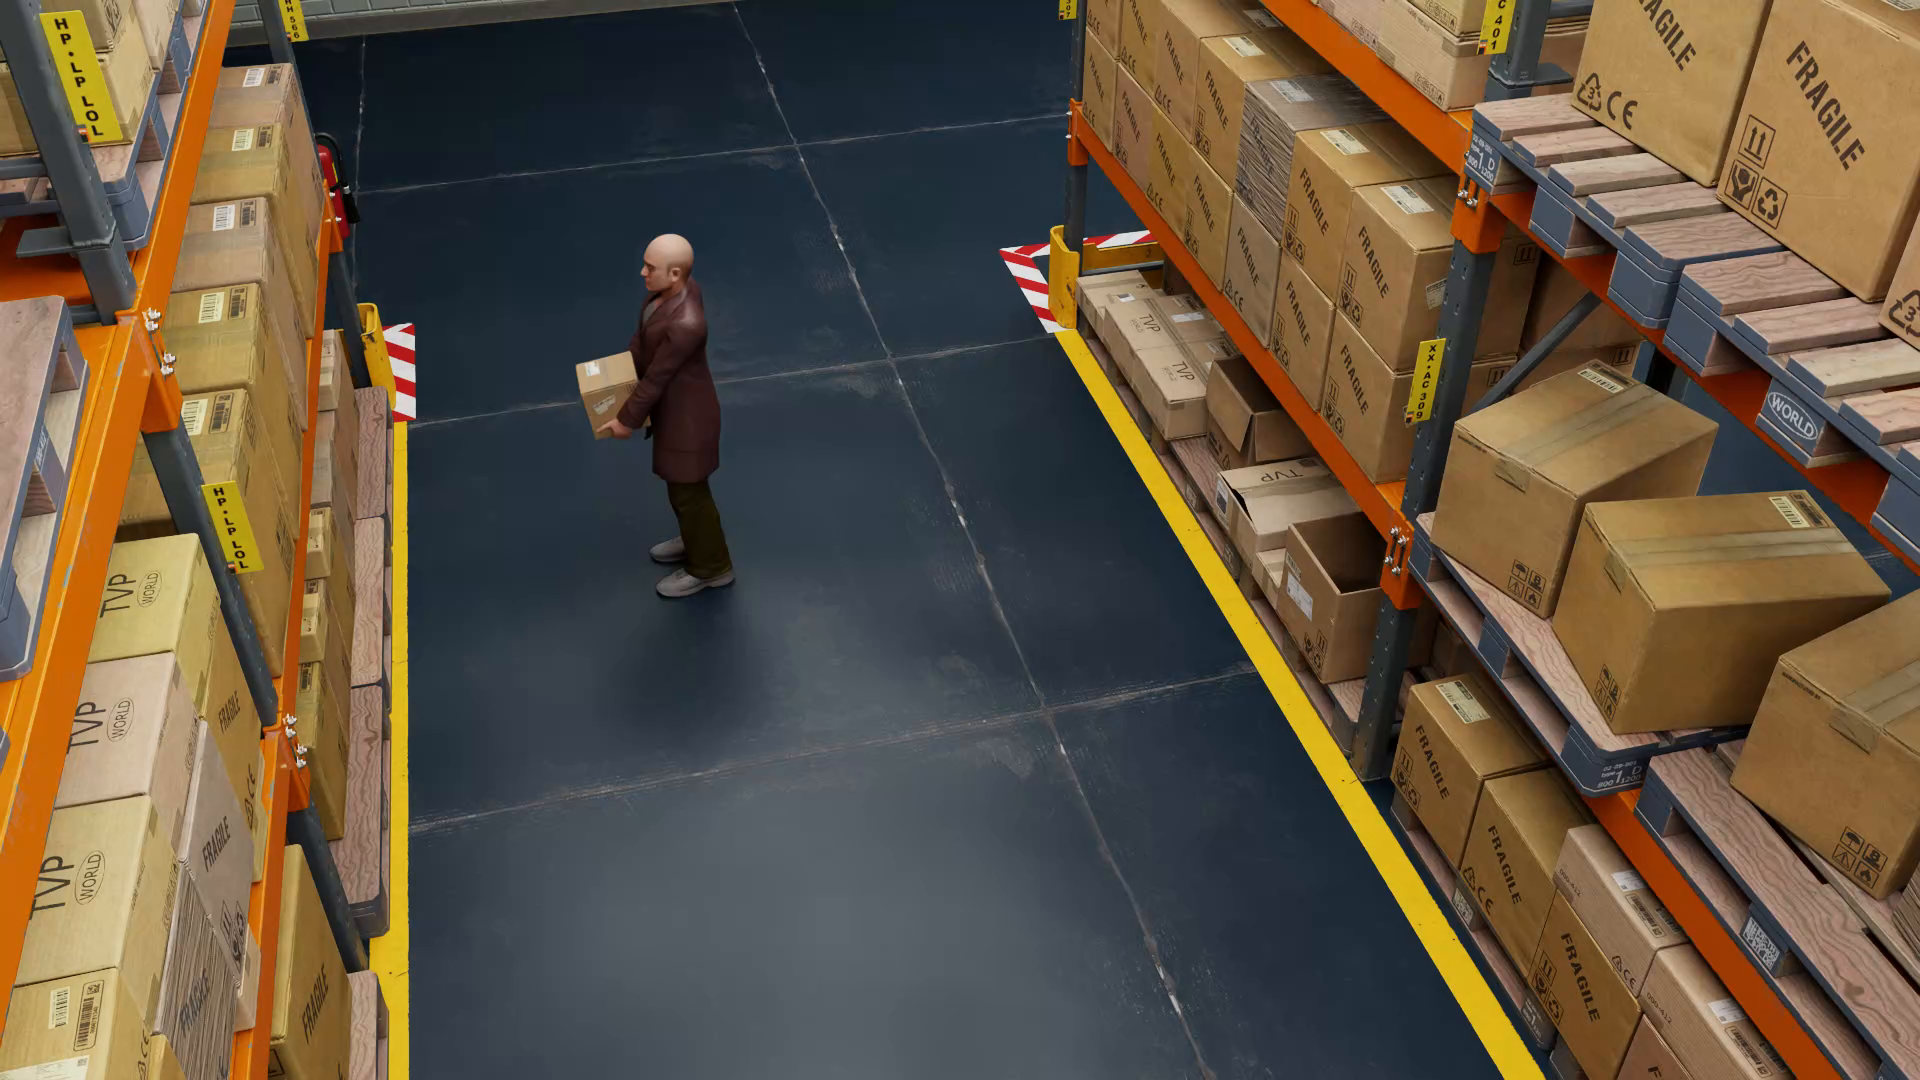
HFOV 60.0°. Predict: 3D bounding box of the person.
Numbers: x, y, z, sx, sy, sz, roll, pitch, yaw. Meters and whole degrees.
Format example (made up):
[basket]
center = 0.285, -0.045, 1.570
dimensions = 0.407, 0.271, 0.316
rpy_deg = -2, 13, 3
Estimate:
[person]
center = -1.349, -0.543, 7.433
dimensions = 0.556, 1.780, 0.526
rpy_deg = -10, 39, -12
